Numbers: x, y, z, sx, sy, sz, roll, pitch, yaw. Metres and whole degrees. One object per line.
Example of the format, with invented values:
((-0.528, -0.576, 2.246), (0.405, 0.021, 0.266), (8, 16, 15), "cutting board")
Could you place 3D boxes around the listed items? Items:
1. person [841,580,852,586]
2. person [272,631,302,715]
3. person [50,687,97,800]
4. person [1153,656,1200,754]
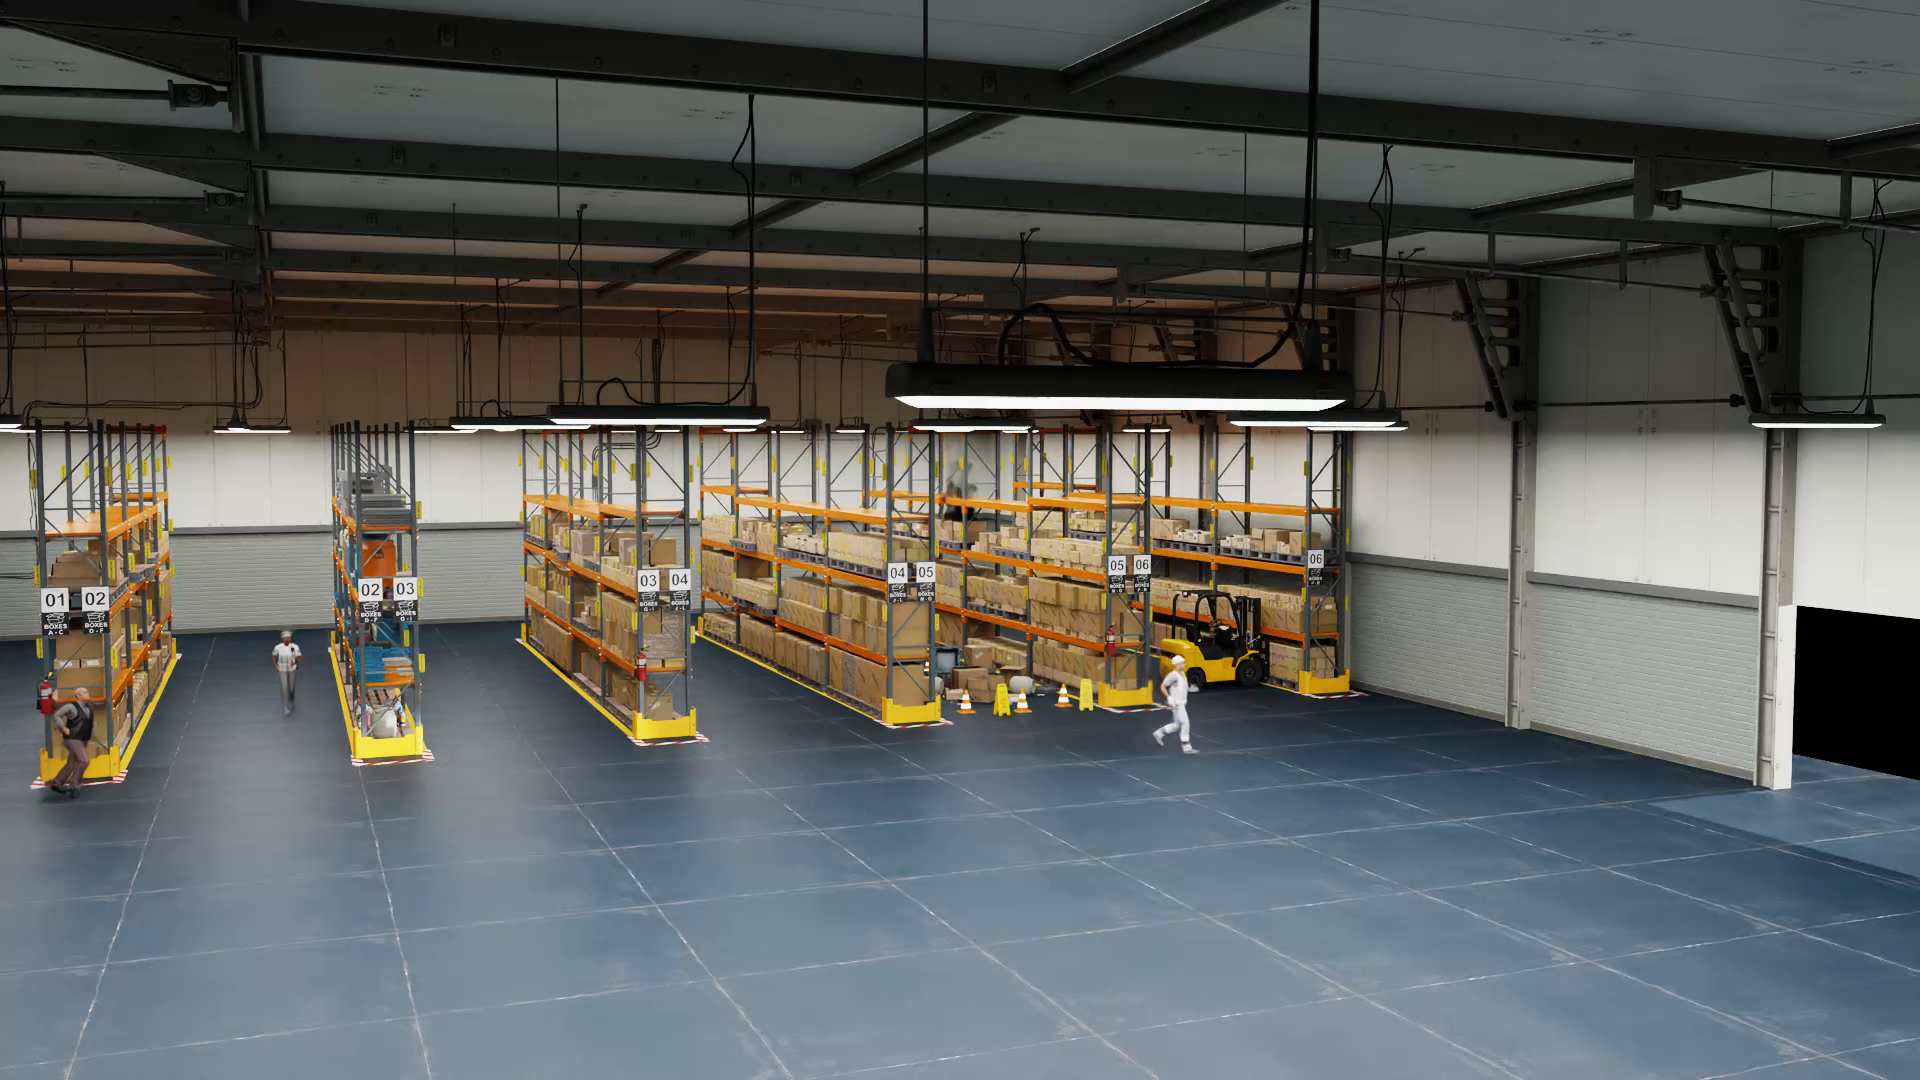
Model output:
((-3.538, 1.752, 51.110), (0.536, 1.545, 0.553), (-1, 4, -14), "person")
((-13.915, 2.718, 34.410), (0.591, 1.699, 0.816), (-2, 4, -25), "person")
((-14.072, 3.225, 26.474), (0.723, 1.758, 0.676), (0, 4, 7), "person")
((3.880, 2.955, 29.908), (0.906, 1.767, 0.660), (2, 4, 26), "person")
